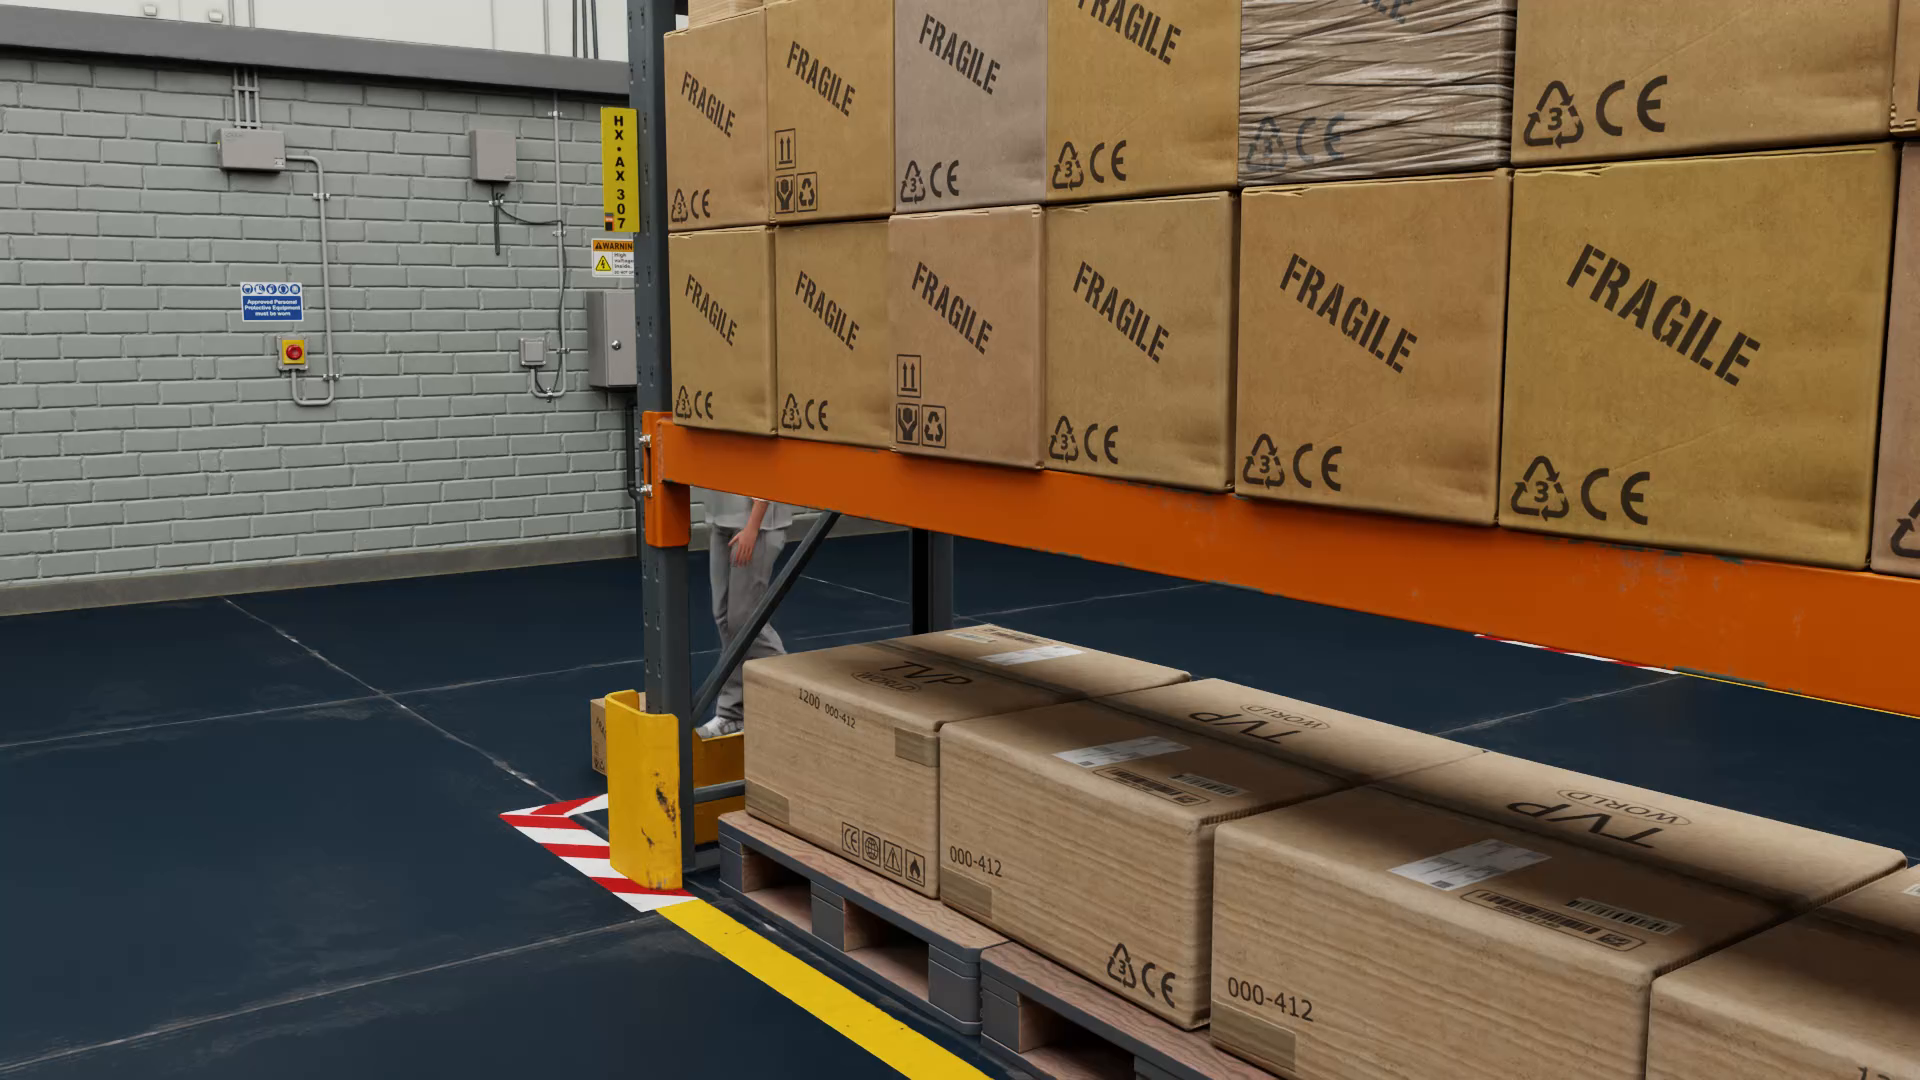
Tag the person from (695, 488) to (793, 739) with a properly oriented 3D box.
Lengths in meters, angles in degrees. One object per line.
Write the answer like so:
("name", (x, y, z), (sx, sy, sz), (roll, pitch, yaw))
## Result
("person", (-0.774, 0.018, 6.043), (0.439, 1.498, 0.428), (-5, 9, -31))
